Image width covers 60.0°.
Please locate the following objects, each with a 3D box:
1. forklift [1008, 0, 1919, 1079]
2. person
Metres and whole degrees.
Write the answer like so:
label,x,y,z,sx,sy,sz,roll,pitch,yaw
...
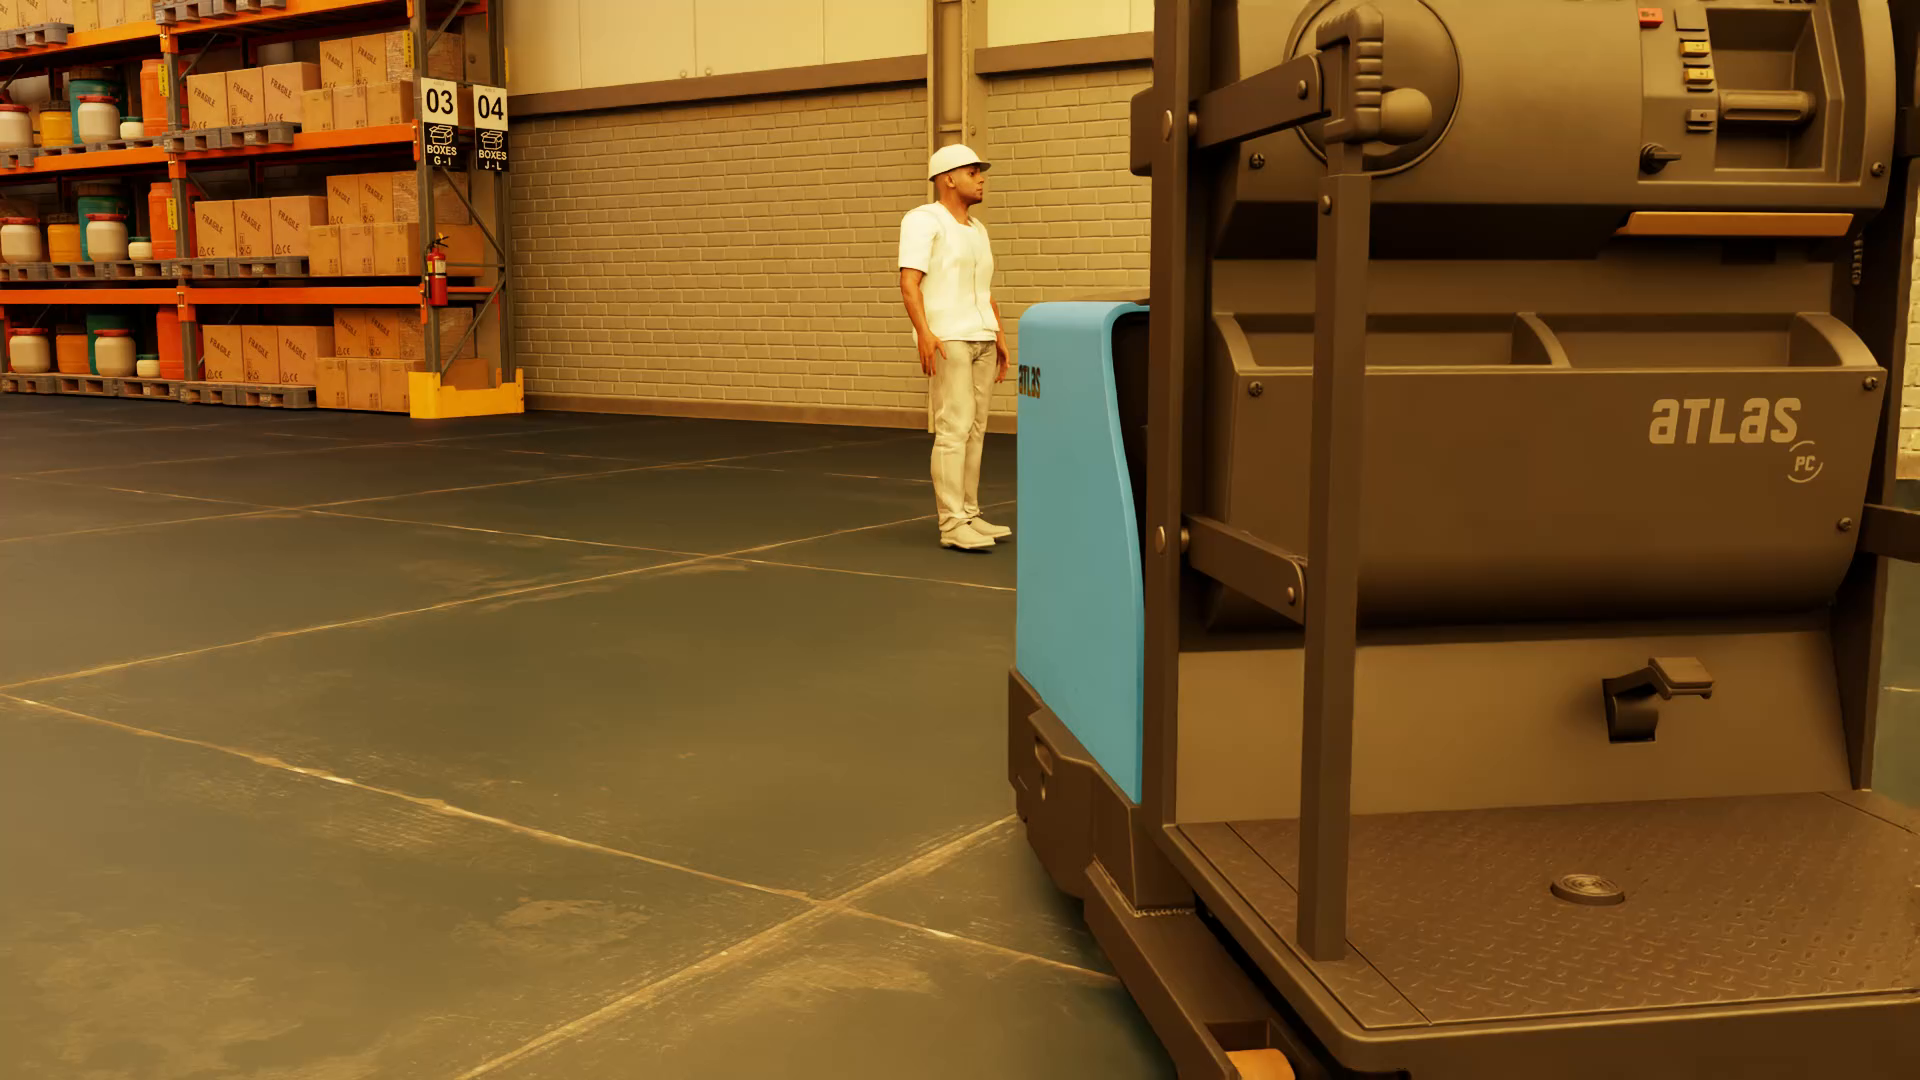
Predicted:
label,x,y,z,sx,sy,sz,roll,pitch,yaw
forklift,0.843,-0.686,2.018,1.130,2.935,3.031,-1,8,-9
person,0.055,-0.876,7.435,0.575,1.768,0.665,5,10,34
